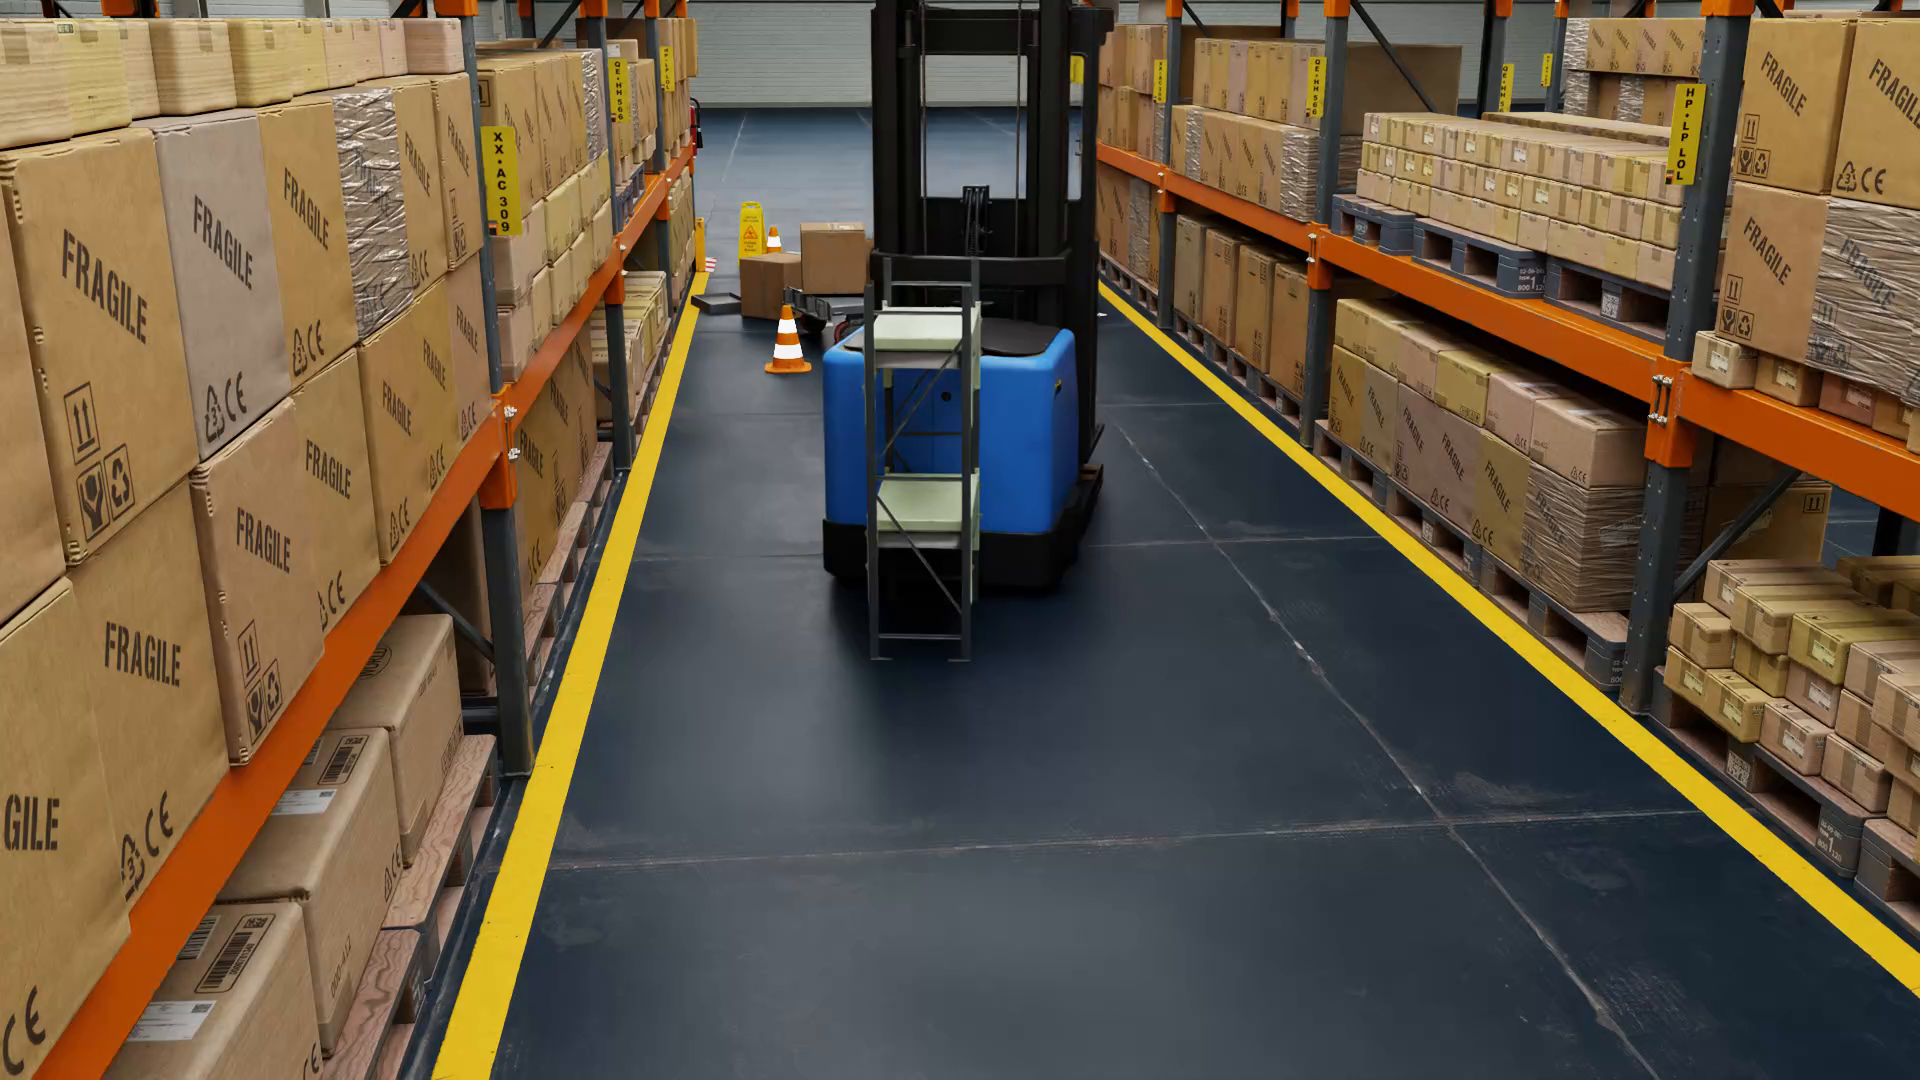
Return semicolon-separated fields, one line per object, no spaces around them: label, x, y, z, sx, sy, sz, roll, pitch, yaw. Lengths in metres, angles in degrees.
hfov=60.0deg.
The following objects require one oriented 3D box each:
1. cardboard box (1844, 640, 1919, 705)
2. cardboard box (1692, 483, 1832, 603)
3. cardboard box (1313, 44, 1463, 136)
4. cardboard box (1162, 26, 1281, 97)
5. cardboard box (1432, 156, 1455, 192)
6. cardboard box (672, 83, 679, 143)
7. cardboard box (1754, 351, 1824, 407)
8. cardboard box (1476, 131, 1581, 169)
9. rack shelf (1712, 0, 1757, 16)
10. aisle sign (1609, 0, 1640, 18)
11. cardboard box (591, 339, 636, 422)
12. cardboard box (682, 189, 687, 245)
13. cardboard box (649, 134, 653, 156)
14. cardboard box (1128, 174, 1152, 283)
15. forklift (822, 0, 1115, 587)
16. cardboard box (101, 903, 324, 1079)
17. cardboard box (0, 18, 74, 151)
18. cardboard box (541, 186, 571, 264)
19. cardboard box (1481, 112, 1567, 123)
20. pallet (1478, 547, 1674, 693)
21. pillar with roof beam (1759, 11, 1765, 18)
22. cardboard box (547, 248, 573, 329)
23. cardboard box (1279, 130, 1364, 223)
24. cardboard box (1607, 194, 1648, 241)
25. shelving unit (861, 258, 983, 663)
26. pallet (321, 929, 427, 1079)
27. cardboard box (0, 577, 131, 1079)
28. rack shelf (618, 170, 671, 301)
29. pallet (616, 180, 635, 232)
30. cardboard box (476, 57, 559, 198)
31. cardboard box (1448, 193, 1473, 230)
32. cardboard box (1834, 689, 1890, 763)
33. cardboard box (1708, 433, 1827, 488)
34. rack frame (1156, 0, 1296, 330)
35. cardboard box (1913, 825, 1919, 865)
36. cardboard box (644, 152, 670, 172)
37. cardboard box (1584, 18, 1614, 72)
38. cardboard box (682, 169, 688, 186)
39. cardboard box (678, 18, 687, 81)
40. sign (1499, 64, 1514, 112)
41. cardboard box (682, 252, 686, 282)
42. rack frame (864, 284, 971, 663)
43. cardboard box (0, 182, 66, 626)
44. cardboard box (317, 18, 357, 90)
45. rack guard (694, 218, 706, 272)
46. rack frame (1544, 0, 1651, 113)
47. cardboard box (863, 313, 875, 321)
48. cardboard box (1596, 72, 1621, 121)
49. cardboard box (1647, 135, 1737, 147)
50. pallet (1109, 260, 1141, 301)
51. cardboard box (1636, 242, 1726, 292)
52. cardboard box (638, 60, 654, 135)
cardboard box;2.884;0.408;4.934;0.380;0.149;0.250;-2;18;-7
cardboard box;3.148;-0.048;6.793;0.500;0.500;0.500;-1;17;-3
cardboard box;2.511;-2.662;9.812;0.700;0.500;0.500;-2;18;-6
cardboard box;2.131;-3.893;13.515;0.875;0.550;0.550;-2;18;-6
cardboard box;2.510;-1.766;8.016;0.380;0.149;0.250;-2;18;-6
cardboard box;-2.660;-3.640;14.100;0.500;0.500;0.500;-2;18;-6
cardboard box;2.764;-0.522;5.253;0.380;0.149;0.250;-1;17;-4
cardboard box;2.562;-1.758;7.494;0.380;0.149;0.250;-2;18;-6
rack shelf;3.166;-1.304;3.515;1.077;0.370;4.000;-2;18;-6
aisle sign;6.958;-5.778;17.233;0.394;0.787;0.004;-2;18;-6
cardboard box;-2.414;-0.936;9.835;0.950;0.372;0.625;-3;18;-9
cardboard box;-2.747;-2.913;15.087;0.500;0.500;0.500;-2;18;-7
cardboard box;-2.379;-2.793;11.784;0.380;0.149;0.250;-2;18;-7
cardboard box;2.043;-2.840;15.060;0.875;0.875;0.875;-2;18;-5
forklift;0.165;-1.594;8.361;1.130;2.935;3.031;3;18;10
cardboard box;-1.811;1.119;3.180;0.875;0.438;0.875;-1;17;-4
cardboard box;-1.312;-0.542;1.977;0.380;0.149;0.250;-1;17;-4
cardboard box;-1.825;-1.241;6.538;0.500;0.250;0.500;-2;17;-5
cardboard box;3.054;-2.236;9.016;0.380;0.149;0.250;-2;18;-8
pallet;2.878;0.287;6.911;1.003;0.211;1.213;-2;18;-6
pillar with roof beam;15.622;-14.667;39.871;9.100;9.000;0.400;-2;18;-6
cardboard box;-1.828;-1.003;6.616;0.500;0.250;0.500;-2;18;-6
cardboard box;2.234;-2.177;9.936;0.500;0.500;0.500;-2;18;-6
cardboard box;2.694;-1.225;6.292;0.380;0.149;0.250;-2;18;-5
shelving unit;-0.139;-0.341;6.760;0.431;1.500;0.755;1;17;3
pallet;-1.824;1.295;3.699;1.003;0.211;1.213;-2;18;-6
cardboard box;-1.305;0.364;1.844;0.500;0.500;0.500;-2;18;-6
rack shelf;-2.572;-2.073;10.973;1.077;0.370;4.000;-2;18;-6
pallet;-2.545;-1.938;9.662;1.213;0.211;1.003;-2;18;-6
cardboard box;-1.842;-1.593;6.409;0.500;0.500;0.500;-2;18;-7
cardboard box;2.532;-1.549;7.822;0.380;0.149;0.250;-2;17;-5
cardboard box;2.880;0.549;4.983;0.380;0.149;0.250;-3;18;-8
cardboard box;3.147;-0.405;6.681;0.500;0.250;0.500;-3;18;-8
rack frame;2.135;-3.195;13.346;1.000;3.000;0.127;-2;18;-6
cardboard box;2.852;0.852;4.514;0.380;0.149;0.250;-2;18;-7
cardboard box;-2.492;-2.996;13.131;0.380;0.149;0.250;-2;18;-6
cardboard box;6.497;-4.855;16.301;0.500;0.500;0.500;-2;18;-6
cardboard box;-2.721;-3.347;15.383;0.380;0.149;0.250;-1;17;-5
cardboard box;-2.664;-4.120;13.959;0.700;0.500;0.500;-2;18;-7
sign;3.086;-2.537;9.451;0.100;0.325;0.005;-2;18;-6
cardboard box;-2.694;-2.401;14.707;0.500;0.250;0.500;-2;18;-6
rack frame;-0.159;-0.232;6.412;0.400;1.500;0.023;1;17;3
cardboard box;-1.307;-0.113;1.694;0.500;0.500;0.500;-2;18;-7
cardboard box;-1.564;-1.076;3.677;0.380;0.149;0.250;-2;18;-6
rack guard;-3.183;-2.988;16.861;1.175;0.500;0.348;-2;18;-6
rack frame;6.666;-4.510;17.534;1.000;3.000;0.127;-2;18;-6
cardboard box;-0.728;-2.017;14.157;0.396;0.266;0.258;16;24;42
cardboard box;6.867;-4.390;16.487;0.875;0.500;0.500;-2;18;-6
cardboard box;3.243;-1.693;7.286;0.380;0.149;0.250;-1;17;-4
pallet;2.005;-2.458;15.654;1.003;0.211;1.213;-2;18;-6
cardboard box;2.722;-1.004;6.086;0.380;0.149;0.250;-2;18;-7
cardboard box;-2.450;-3.124;11.755;0.500;0.500;0.500;-2;18;-5
